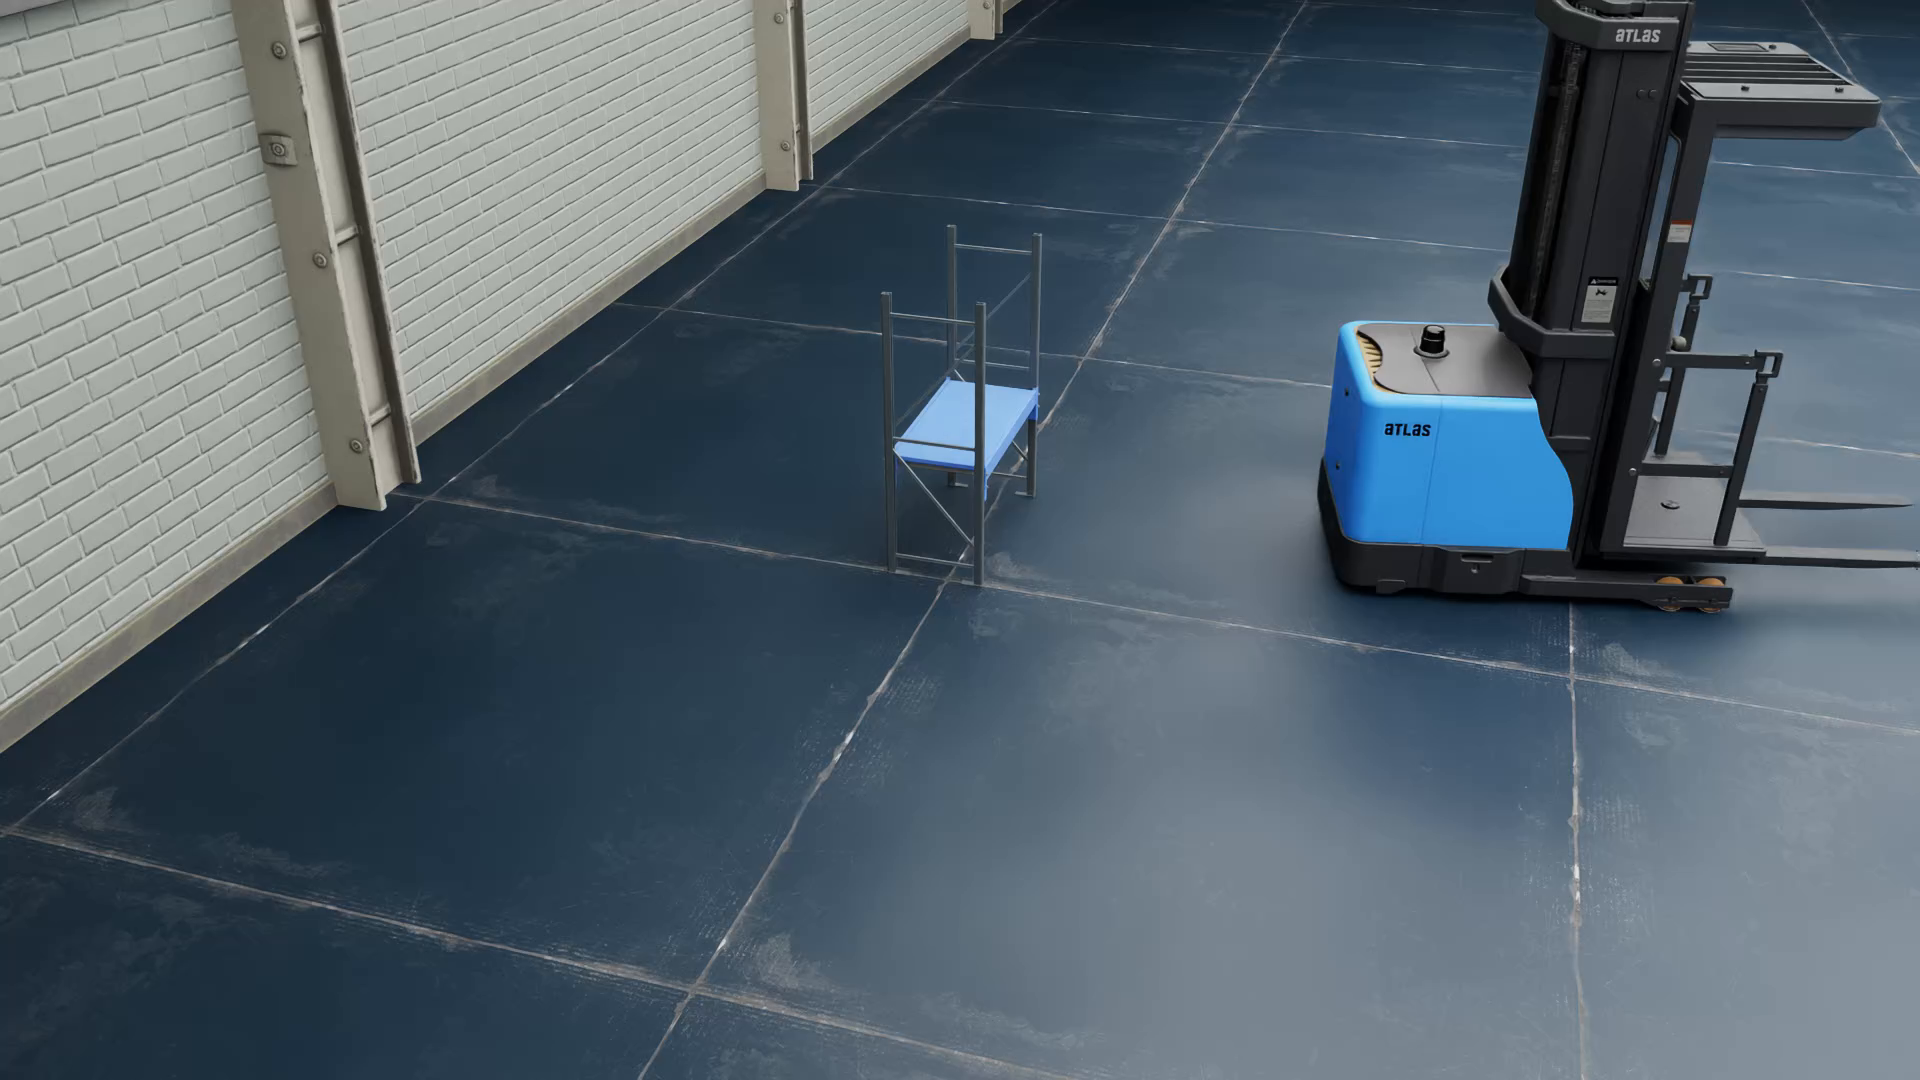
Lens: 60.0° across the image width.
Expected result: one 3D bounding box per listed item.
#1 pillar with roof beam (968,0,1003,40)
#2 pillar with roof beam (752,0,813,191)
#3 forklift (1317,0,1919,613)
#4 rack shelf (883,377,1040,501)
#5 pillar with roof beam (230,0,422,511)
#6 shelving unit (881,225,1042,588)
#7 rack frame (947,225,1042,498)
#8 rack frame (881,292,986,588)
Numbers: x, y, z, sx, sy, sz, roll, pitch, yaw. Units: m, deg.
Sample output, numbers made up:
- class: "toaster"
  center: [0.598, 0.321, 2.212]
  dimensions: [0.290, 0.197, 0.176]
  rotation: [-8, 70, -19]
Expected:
- class: "pillar with roof beam"
  center: [4.405, -9.166, 15.969]
  dimensions: [9.100, 9.000, 0.400]
  rotation: [8, 30, 15]
- class: "pillar with roof beam"
  center: [2.644, -6.377, 10.957]
  dimensions: [9.100, 9.000, 0.400]
  rotation: [8, 30, 15]
- class: "forklift"
  center: [3.417, -1.195, 7.883]
  dimensions: [3.031, 2.935, 1.130]
  rotation: [2, 29, 4]
- class: "rack shelf"
  center: [0.025, -0.538, 8.544]
  dimensions: [0.538, 0.185, 1.000]
  rotation: [8, 30, 15]
- class: "pillar with roof beam"
  center: [0.883, -3.589, 5.945]
  dimensions: [9.100, 9.000, 0.400]
  rotation: [8, 30, 15]
- class: "shelving unit"
  center: [0.025, -0.695, 8.457]
  dimensions: [0.538, 1.500, 1.048]
  rotation: [8, 30, 15]
- class: "rack frame"
  center: [0.174, -0.931, 8.881]
  dimensions: [0.500, 1.500, 0.032]
  rotation: [8, 30, 15]
- class: "rack frame"
  center: [-0.124, -0.459, 8.032]
  dimensions: [0.500, 1.500, 0.032]
  rotation: [8, 30, 15]
